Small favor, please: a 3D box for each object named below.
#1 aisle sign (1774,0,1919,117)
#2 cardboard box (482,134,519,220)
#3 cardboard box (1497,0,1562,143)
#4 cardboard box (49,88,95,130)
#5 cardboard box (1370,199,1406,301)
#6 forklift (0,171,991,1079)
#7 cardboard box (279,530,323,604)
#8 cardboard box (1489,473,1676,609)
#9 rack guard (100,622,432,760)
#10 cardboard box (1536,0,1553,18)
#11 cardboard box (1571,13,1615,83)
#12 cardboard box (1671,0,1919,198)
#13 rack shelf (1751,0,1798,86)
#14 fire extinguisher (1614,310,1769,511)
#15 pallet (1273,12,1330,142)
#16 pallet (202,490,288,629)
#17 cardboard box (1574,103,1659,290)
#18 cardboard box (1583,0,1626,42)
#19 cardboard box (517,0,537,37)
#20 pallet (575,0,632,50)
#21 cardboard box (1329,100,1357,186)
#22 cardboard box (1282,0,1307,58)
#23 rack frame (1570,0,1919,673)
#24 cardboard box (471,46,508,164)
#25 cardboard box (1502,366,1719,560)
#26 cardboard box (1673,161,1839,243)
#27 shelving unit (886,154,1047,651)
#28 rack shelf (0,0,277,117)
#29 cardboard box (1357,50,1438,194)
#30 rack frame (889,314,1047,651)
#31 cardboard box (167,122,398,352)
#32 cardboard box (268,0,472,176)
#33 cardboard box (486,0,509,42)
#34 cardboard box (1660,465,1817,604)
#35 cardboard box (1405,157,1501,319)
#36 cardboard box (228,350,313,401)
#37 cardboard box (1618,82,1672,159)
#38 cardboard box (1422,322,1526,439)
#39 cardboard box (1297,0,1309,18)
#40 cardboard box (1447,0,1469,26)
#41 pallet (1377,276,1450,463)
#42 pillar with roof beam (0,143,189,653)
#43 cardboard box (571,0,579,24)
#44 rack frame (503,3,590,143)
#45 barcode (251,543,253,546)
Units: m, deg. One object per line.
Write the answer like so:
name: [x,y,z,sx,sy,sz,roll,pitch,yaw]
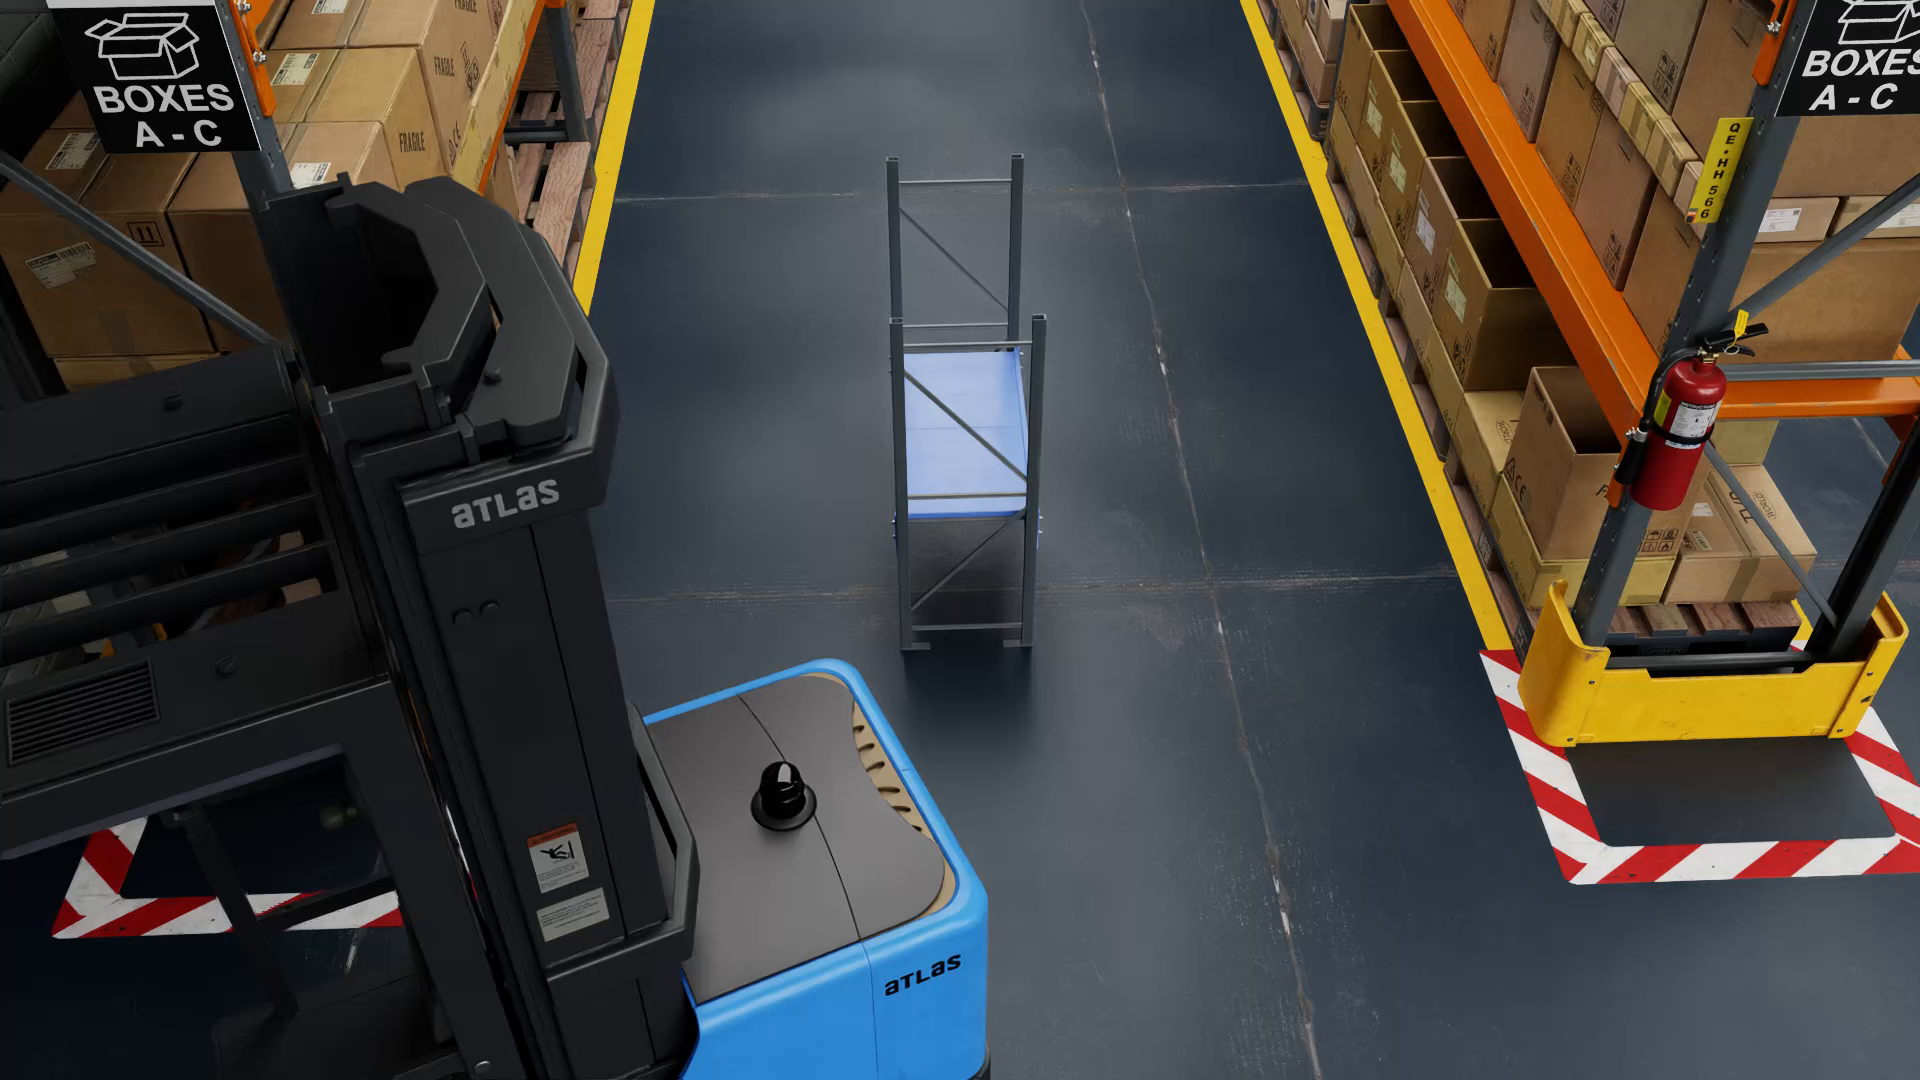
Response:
aisle sign: [2.359,-1.419,4.155,0.394,0.787,0.004,-2,43,-2]
cardboard box: [-2.385,-1.611,7.812,0.500,0.500,0.500,-5,43,-5]
cardboard box: [2.574,-1.911,6.541,0.700,0.500,0.500,0,43,-1]
cardboard box: [-2.544,-1.250,5.435,0.500,0.500,0.500,-1,43,-1]
cardboard box: [2.229,-1.358,7.736,0.500,0.250,0.500,-2,43,-2]
forklift: [-1.471,0.751,3.762,3.031,2.935,1.130,-18,45,-18]
cardboard box: [-2.239,-0.010,6.205,0.500,0.311,0.500,-6,43,-7]
cardboard box: [2.331,-0.009,6.264,0.500,0.250,0.500,-2,43,-2]
rack guard: [-2.303,0.501,5.834,1.175,0.500,0.348,-2,43,-2]
cardboard box: [2.375,-2.089,6.256,0.380,0.149,0.250,-2,43,-2]
cardboard box: [2.399,-1.739,5.873,0.380,0.149,0.250,0,43,0]
cardboard box: [2.640,-1.380,5.002,0.700,0.500,0.500,-1,43,-2]
rack shelf: [2.565,-2.705,5.793,1.077,0.370,4.000,-2,43,-2]
fire extinguisher: [2.190,-0.392,5.015,0.296,0.674,0.183,-2,43,-2]
pallet: [2.409,-2.683,9.520,1.003,0.211,1.213,-2,43,-2]
pallet: [-2.302,0.058,6.531,1.003,0.211,1.213,-2,43,-2]
cardboard box: [2.615,-1.221,5.788,0.700,0.500,0.500,-1,43,-1]
cardboard box: [2.590,-2.075,5.760,0.700,0.500,0.500,-1,43,-2]
cardboard box: [-2.134,-2.374,7.216,0.500,0.250,0.500,-1,43,-2]
pallet: [-2.559,-3.393,10.295,1.003,0.211,1.213,-2,43,-2]
cardboard box: [2.196,-2.034,8.473,0.500,0.250,0.500,-2,43,-2]
cardboard box: [2.153,-2.969,9.493,0.500,0.250,0.500,-2,43,-2]
rack frame: [2.649,-0.514,5.091,1.000,3.000,0.127,-2,43,-2]
cardboard box: [-2.074,-1.695,6.476,0.500,0.250,0.500,-1,43,-1]
cardboard box: [2.329,-0.285,6.010,0.500,0.500,0.500,-2,43,-2]
cardboard box: [2.443,-1.042,5.113,0.380,0.149,0.250,-2,43,-3]
shelving unit: [0.004,-0.495,6.180,0.538,1.500,1.048,-2,43,-2]
rack shelf: [-2.385,-2.560,5.635,1.077,0.370,4.000,-2,43,-2]
cardboard box: [2.216,-1.973,7.851,0.500,0.500,0.500,-2,43,-2]
rack frame: [0.025,-0.152,5.806,0.500,1.500,0.032,-2,43,-2]
cardboard box: [-2.020,-0.929,5.084,0.500,0.500,0.500,-2,43,-2]
cardboard box: [-2.046,-1.612,5.830,0.500,0.500,0.500,-3,43,-3]
cardboard box: [-2.103,-2.311,6.592,0.500,0.500,0.500,-3,43,-3]
cardboard box: [2.849,-0.024,6.280,0.500,0.250,0.500,-2,43,-2]
cardboard box: [2.252,-1.297,7.115,0.500,0.500,0.500,-2,43,-2]
cardboard box: [-2.003,-0.660,5.346,0.500,0.250,0.500,-3,43,-3]
cardboard box: [2.419,-1.392,5.494,0.380,0.149,0.250,-2,43,-2]
cardboard box: [2.275,-0.683,7.000,0.500,0.250,0.500,-2,43,-2]
cardboard box: [2.148,-3.178,9.307,0.500,0.311,0.500,-1,43,-1]
cardboard box: [2.534,-2.596,7.288,0.700,0.500,0.500,-2,43,-2]
pallet: [2.526,-0.823,7.491,1.003,0.211,1.213,-2,43,-2]
pillar with roof beam: [1.108,-3.152,3.529,9.100,9.000,0.400,-2,43,-2]
cardboard box: [-2.589,-3.154,9.496,0.700,0.500,0.500,-2,43,-3]
rack frame: [-2.470,-3.070,7.879,1.000,3.000,0.127,-2,43,-2]
barcode: [-2.640,-0.014,6.203,0.001,0.075,0.075,-2,43,-2]
